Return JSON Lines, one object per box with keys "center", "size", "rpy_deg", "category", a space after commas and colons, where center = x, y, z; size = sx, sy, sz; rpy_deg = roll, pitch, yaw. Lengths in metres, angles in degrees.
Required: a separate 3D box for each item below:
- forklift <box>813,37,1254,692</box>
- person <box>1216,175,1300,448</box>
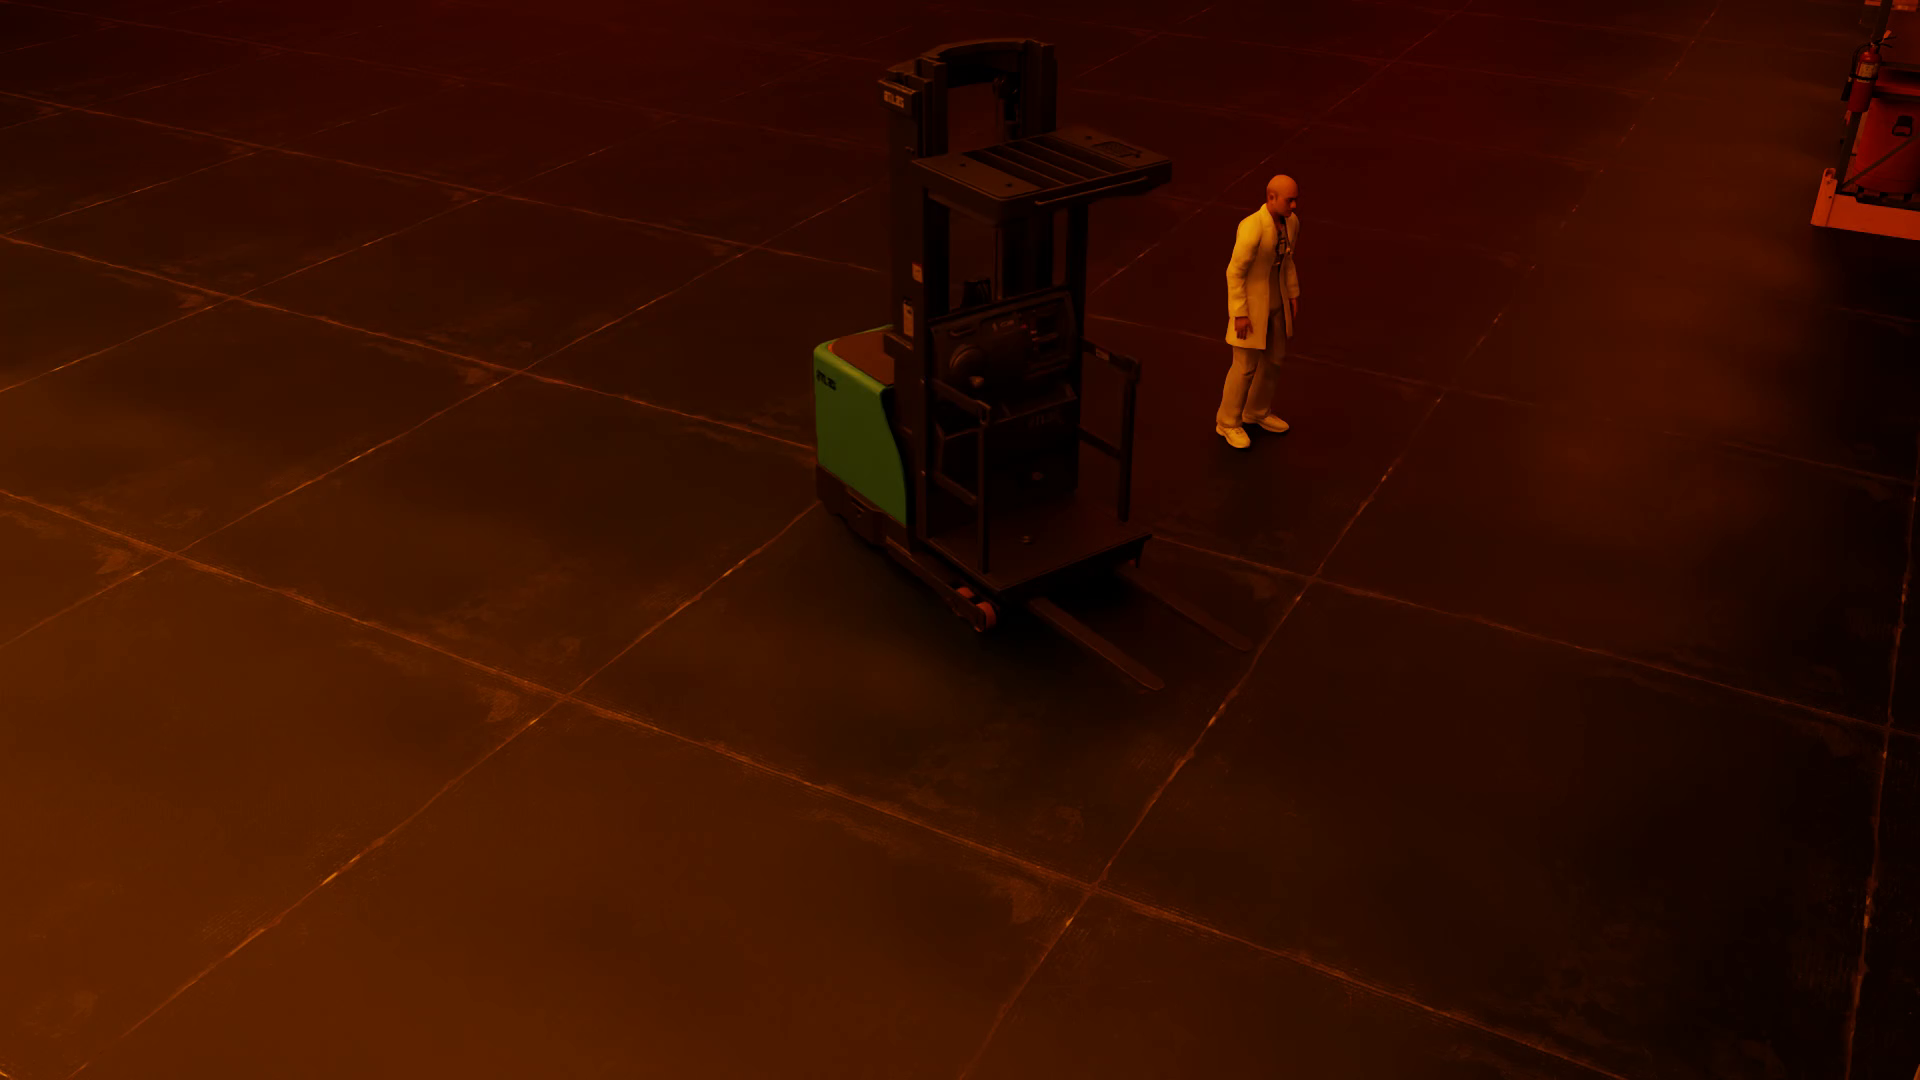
{"center": [0.371, -1.039, 8.871], "size": [1.130, 2.935, 3.031], "rpy_deg": [-20, 35, -30], "category": "forklift"}
{"center": [1.980, -1.520, 10.862], "size": [0.654, 1.775, 0.421], "rpy_deg": [-24, 37, -35], "category": "person"}
